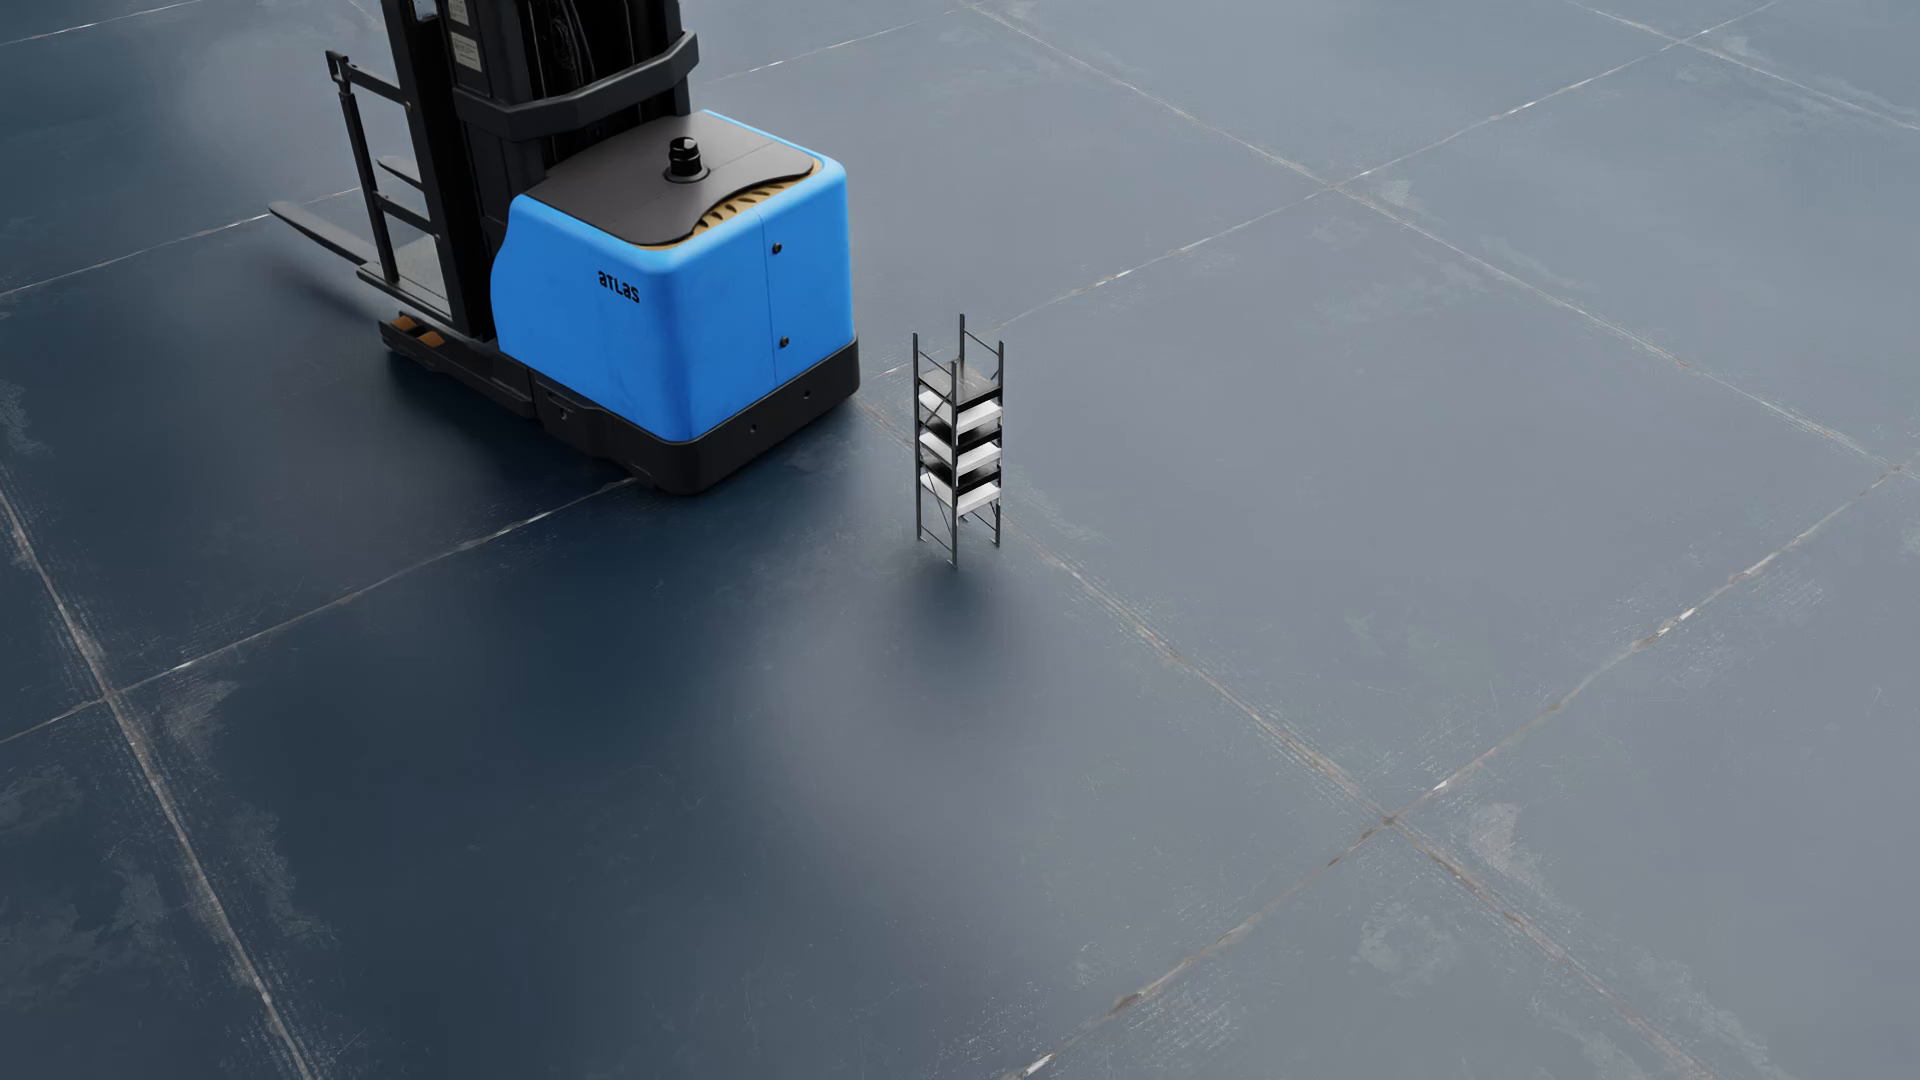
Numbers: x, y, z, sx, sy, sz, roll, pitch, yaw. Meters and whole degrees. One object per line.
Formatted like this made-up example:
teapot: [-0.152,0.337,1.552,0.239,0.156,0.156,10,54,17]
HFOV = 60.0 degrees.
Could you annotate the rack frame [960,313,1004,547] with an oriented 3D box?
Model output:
rack frame: [0.074,-0.384,6.009,0.006,0.900,0.240,-26,46,-28]

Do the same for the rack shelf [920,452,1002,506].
rack shelf: [-0.006,-0.249,6.039,0.200,0.077,0.258,-26,46,-28]

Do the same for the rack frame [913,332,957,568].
rack frame: [-0.087,-0.305,5.913,0.006,0.900,0.240,-26,46,-28]

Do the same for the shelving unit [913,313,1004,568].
shelving unit: [-0.006,-0.345,5.961,0.210,0.900,0.258,-26,46,-28]

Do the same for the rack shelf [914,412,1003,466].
rack shelf: [-0.006,-0.389,5.925,0.200,0.077,0.258,-26,46,-28]

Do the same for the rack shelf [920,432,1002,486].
rack shelf: [-0.006,-0.319,5.982,0.200,0.077,0.258,-26,46,-28]

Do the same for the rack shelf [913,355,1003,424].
rack shelf: [-0.006,-0.528,5.811,0.200,0.077,0.258,-26,46,-28]

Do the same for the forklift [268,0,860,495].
forklift: [-1.876,-2.088,6.485,3.031,2.935,1.130,28,47,29]

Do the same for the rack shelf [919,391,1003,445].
rack shelf: [-0.006,-0.458,5.868,0.200,0.077,0.258,-26,46,-28]

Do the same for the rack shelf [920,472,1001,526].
rack shelf: [-0.006,-0.180,6.096,0.200,0.077,0.258,-26,46,-28]
